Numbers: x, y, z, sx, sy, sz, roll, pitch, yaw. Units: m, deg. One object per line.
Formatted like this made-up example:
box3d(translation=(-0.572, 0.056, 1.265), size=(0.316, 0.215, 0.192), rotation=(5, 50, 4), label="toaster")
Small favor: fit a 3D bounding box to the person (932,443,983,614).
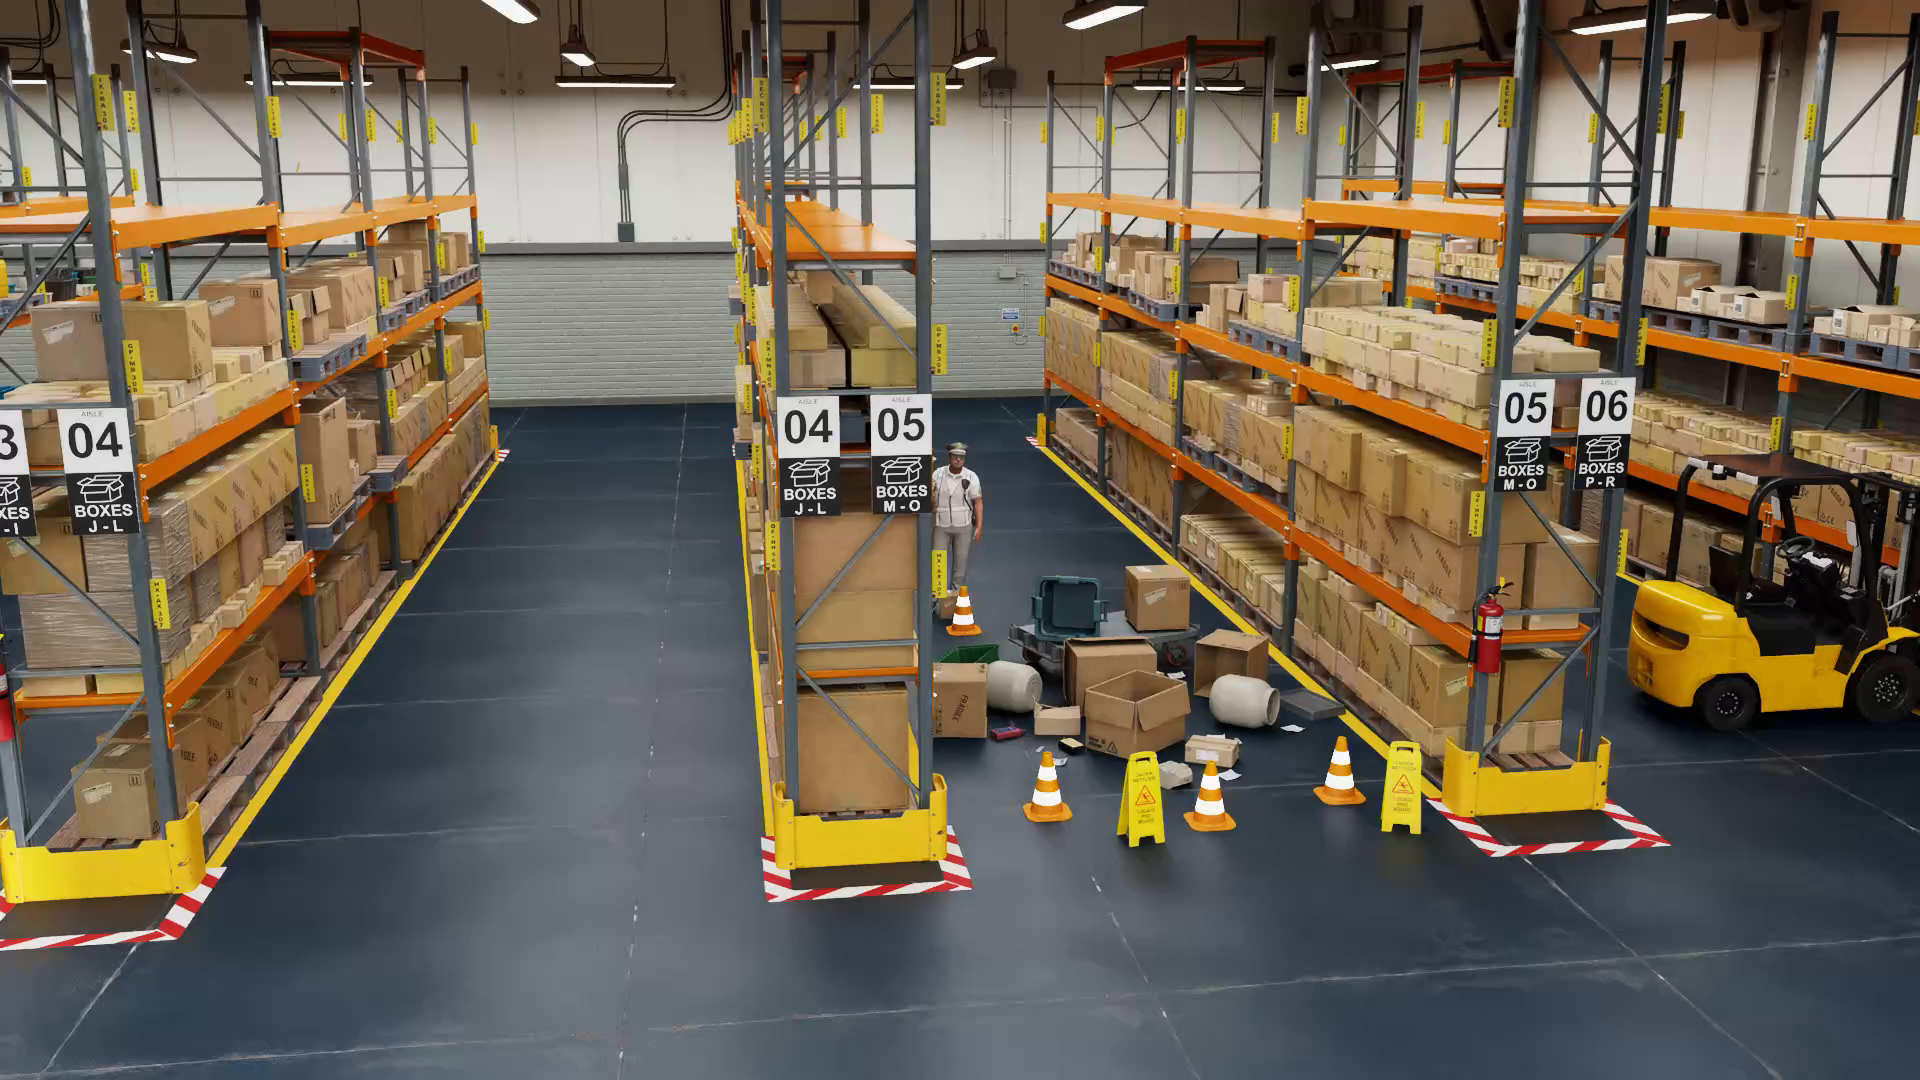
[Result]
box3d(translation=(-0.086, -0.128, 17.418), size=(0.641, 1.779, 0.574), rotation=(1, 13, 4), label="person")
